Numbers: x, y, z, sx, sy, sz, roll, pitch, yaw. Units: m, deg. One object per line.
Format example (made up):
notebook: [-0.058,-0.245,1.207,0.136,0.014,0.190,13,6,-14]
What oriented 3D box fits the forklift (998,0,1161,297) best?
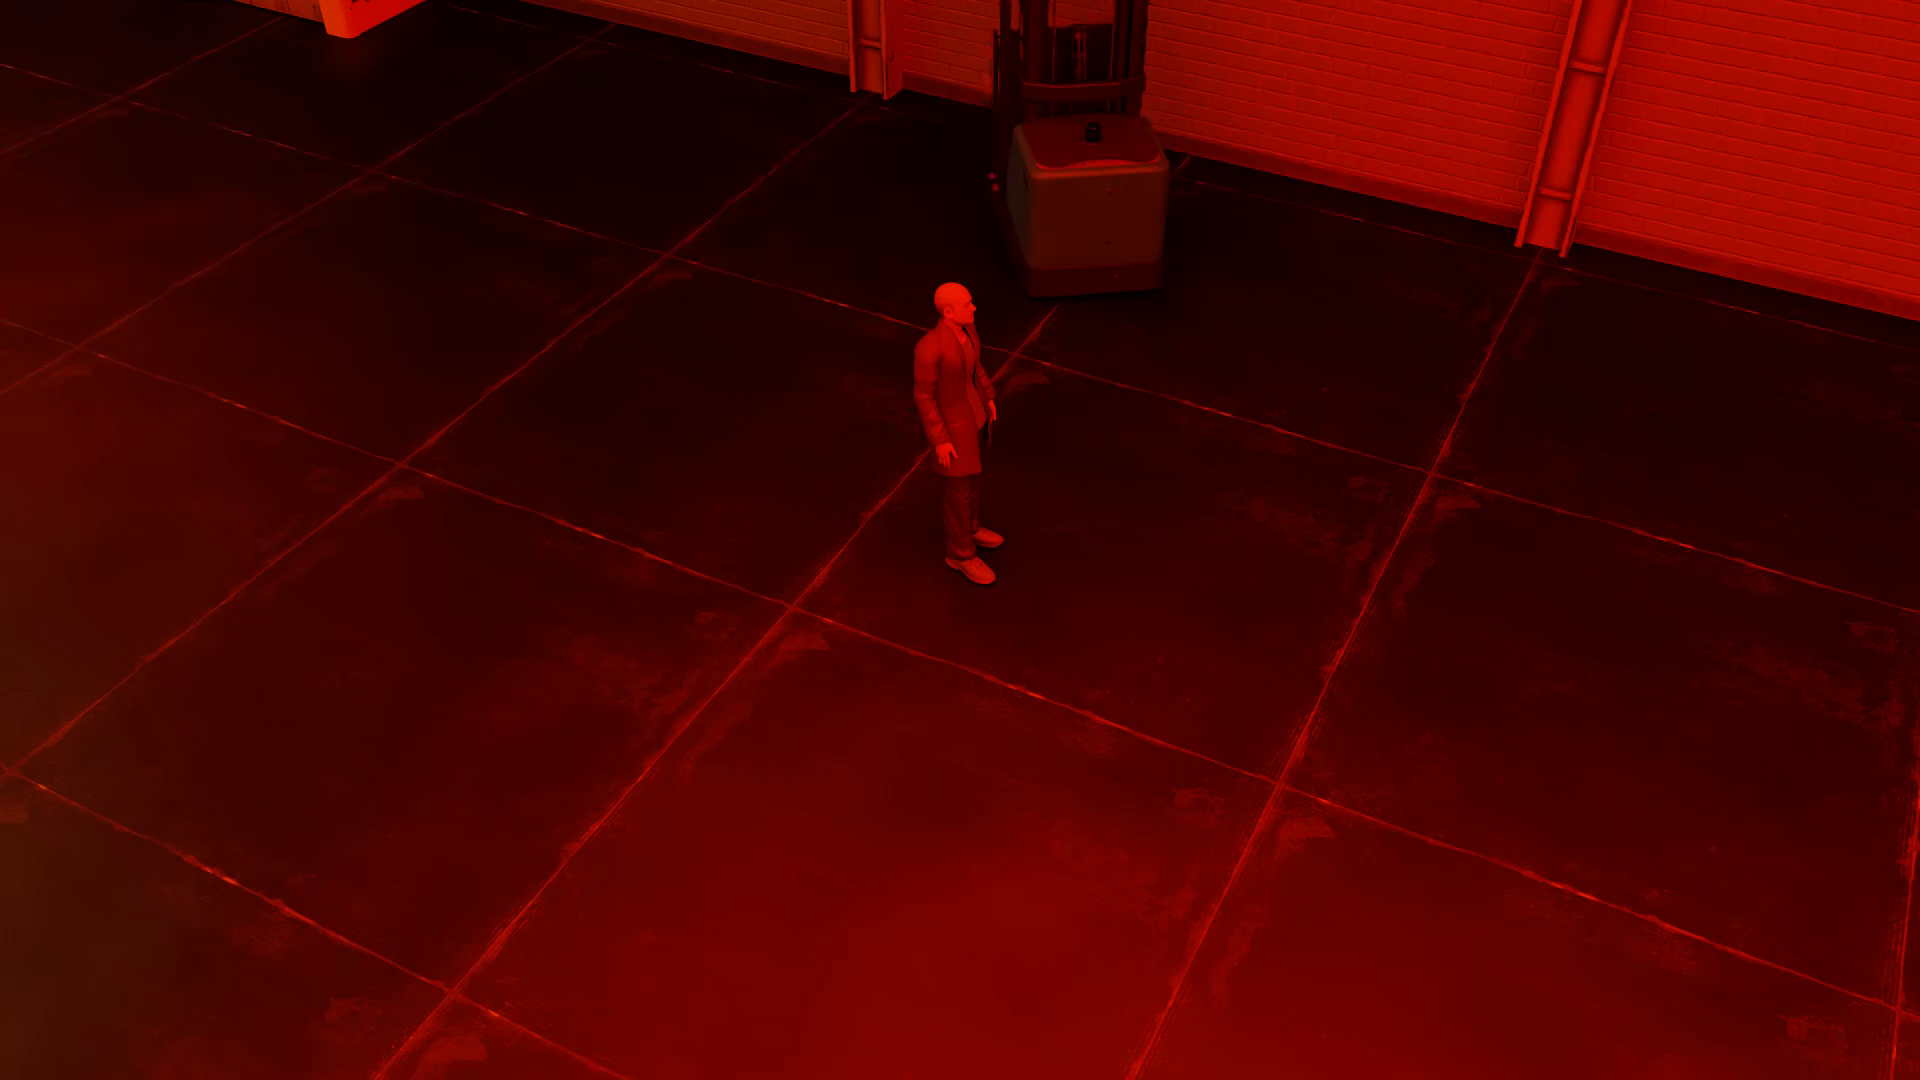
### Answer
forklift: [0.944,-3.859,12.568,1.130,2.935,3.031,3,40,4]

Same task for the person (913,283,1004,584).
person: [0.076,-0.653,9.645,0.582,1.776,0.685,18,43,21]
